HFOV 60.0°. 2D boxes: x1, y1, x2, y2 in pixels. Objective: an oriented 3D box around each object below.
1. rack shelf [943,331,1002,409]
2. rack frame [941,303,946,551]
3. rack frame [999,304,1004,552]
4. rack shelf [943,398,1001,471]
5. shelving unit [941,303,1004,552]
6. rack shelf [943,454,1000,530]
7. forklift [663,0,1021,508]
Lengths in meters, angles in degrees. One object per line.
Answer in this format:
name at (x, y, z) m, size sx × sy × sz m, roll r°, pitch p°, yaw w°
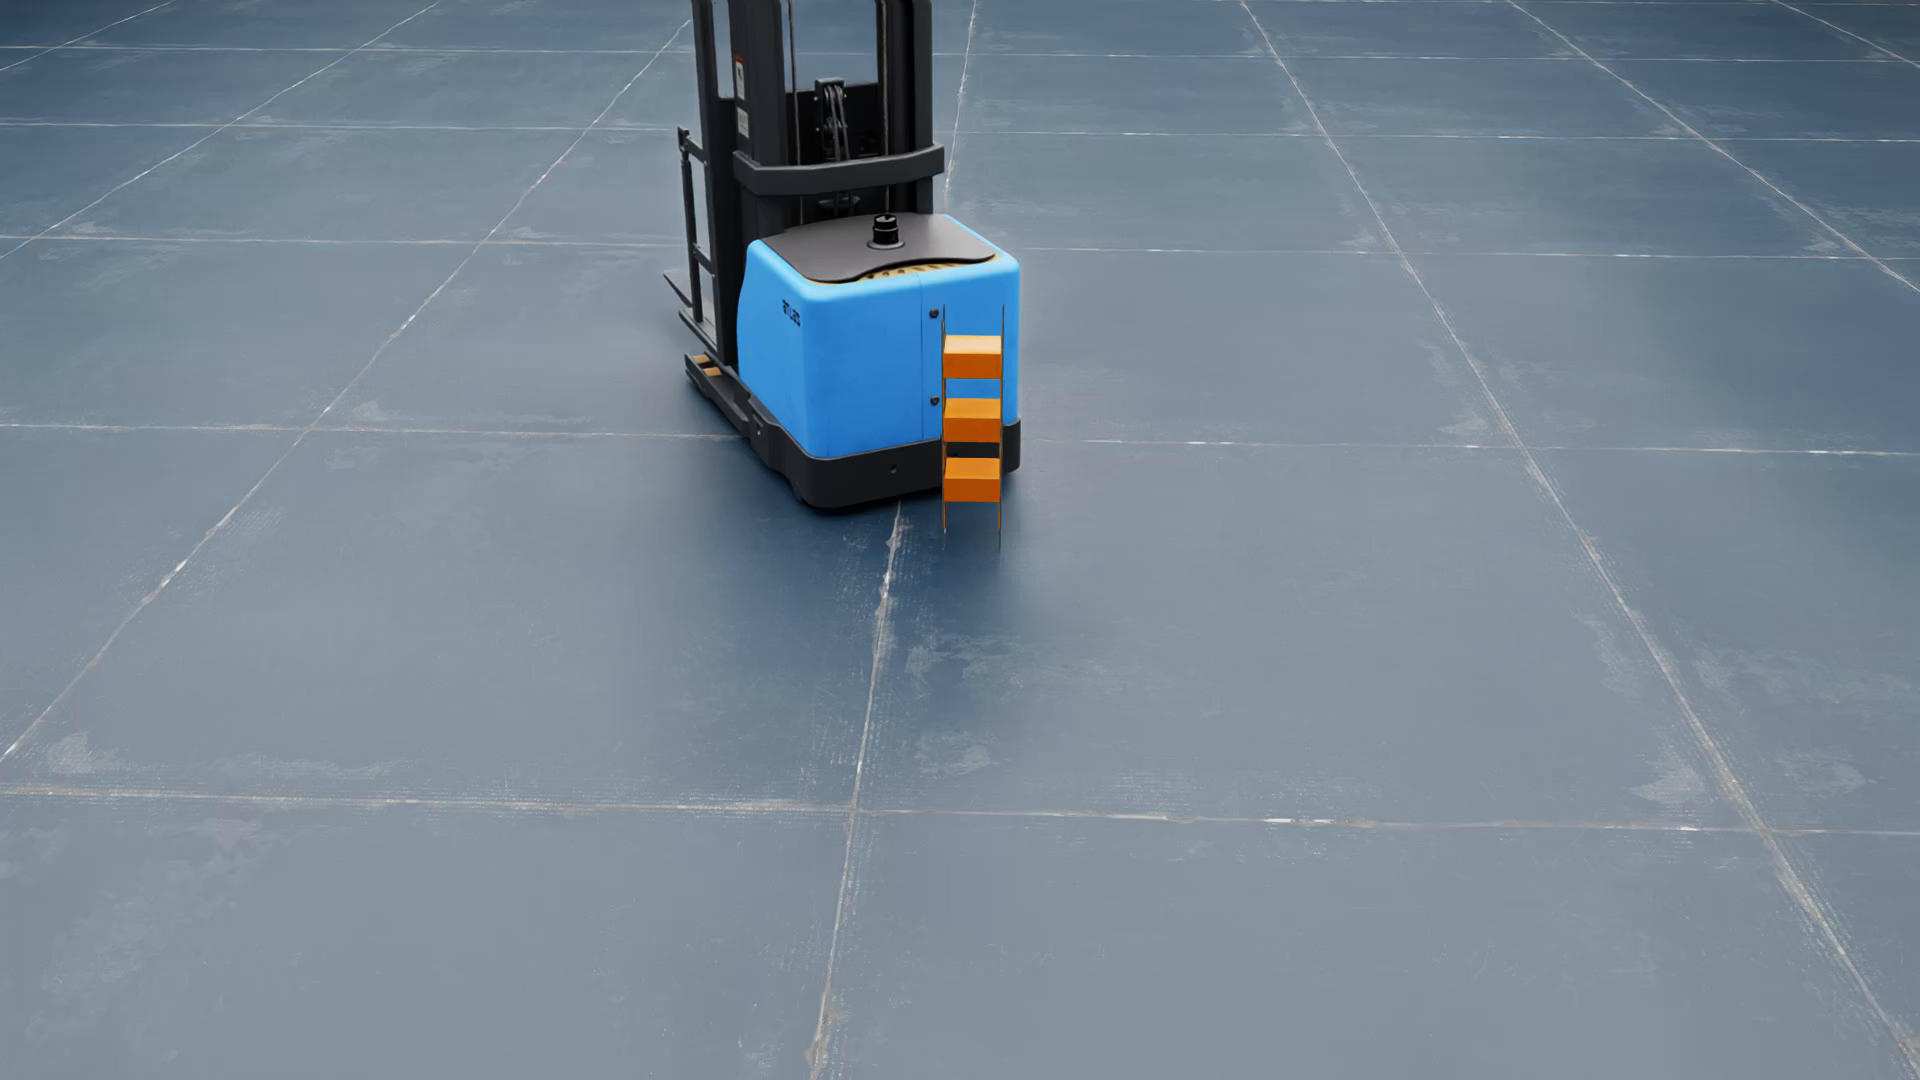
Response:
rack shelf at (0.053, -0.704, 6.874) m, size 0.240 × 0.259 × 0.215 m, roll 1°, pitch 28°, yaw 2°
rack frame at (-0.068, -0.465, 7.006) m, size 0.008 × 1.050 × 0.200 m, roll 1°, pitch 28°, yaw 2°
rack frame at (0.175, -0.461, 6.999) m, size 0.008 × 1.050 × 0.200 m, roll 1°, pitch 28°, yaw 2°
rack shelf at (0.053, -0.454, 7.007) m, size 0.240 × 0.259 × 0.215 m, roll 1°, pitch 28°, yaw 2°
shelving unit at (0.053, -0.463, 7.002) m, size 0.252 × 1.050 × 0.215 m, roll 1°, pitch 28°, yaw 2°
rack shelf at (0.053, -0.208, 7.138) m, size 0.240 × 0.259 × 0.215 m, roll 1°, pitch 28°, yaw 2°
forklift at (-0.798, -2.101, 8.084) m, size 1.130 × 2.935 × 3.031 m, roll -12°, pitch 30°, yaw -22°
